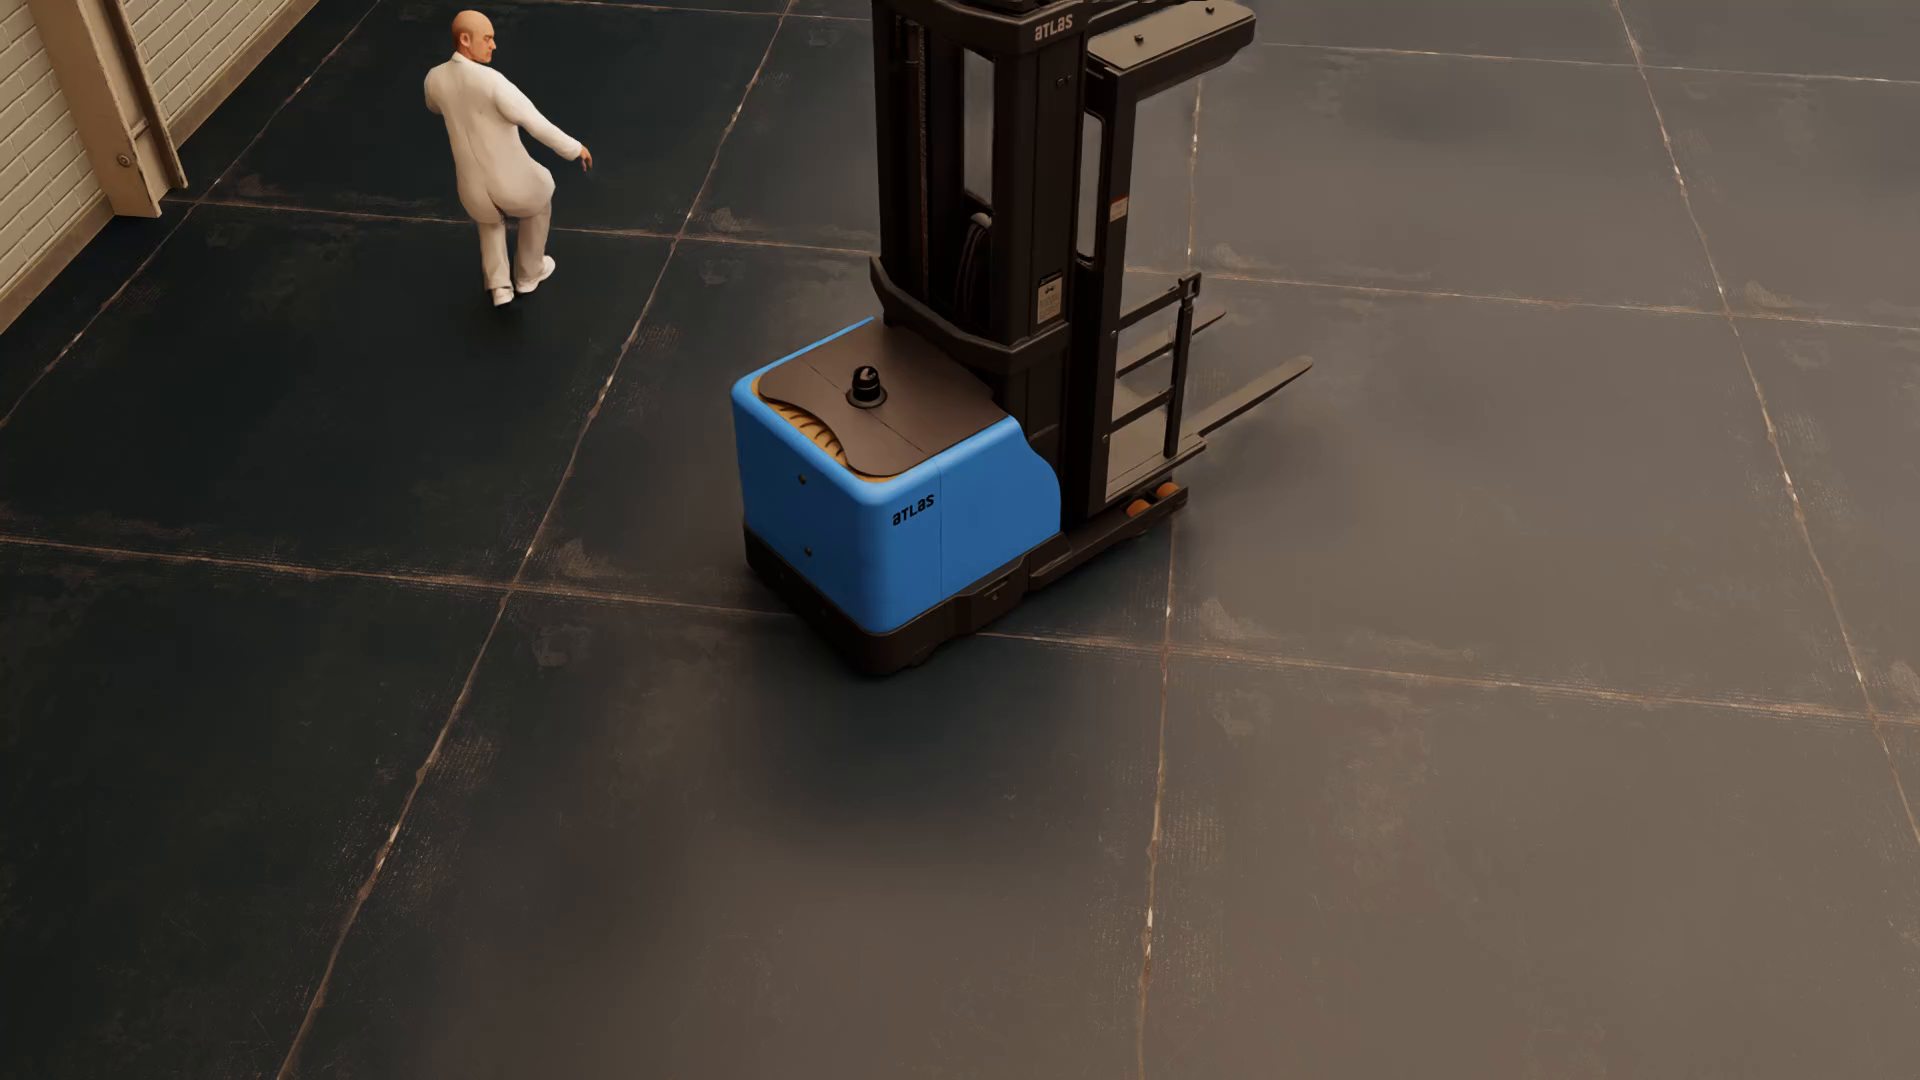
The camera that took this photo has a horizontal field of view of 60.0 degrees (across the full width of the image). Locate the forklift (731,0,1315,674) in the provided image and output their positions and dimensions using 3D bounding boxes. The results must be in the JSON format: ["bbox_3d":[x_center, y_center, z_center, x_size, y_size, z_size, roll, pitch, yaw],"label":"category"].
[{"bbox_3d":[0.462,-1.351,7.195,3.031,2.935,1.130,-30,50,-28],"label":"forklift"}]

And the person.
[{"bbox_3d":[-2.399,-2.045,8.902,0.903,1.652,0.868,8,43,8],"label":"person"}]
